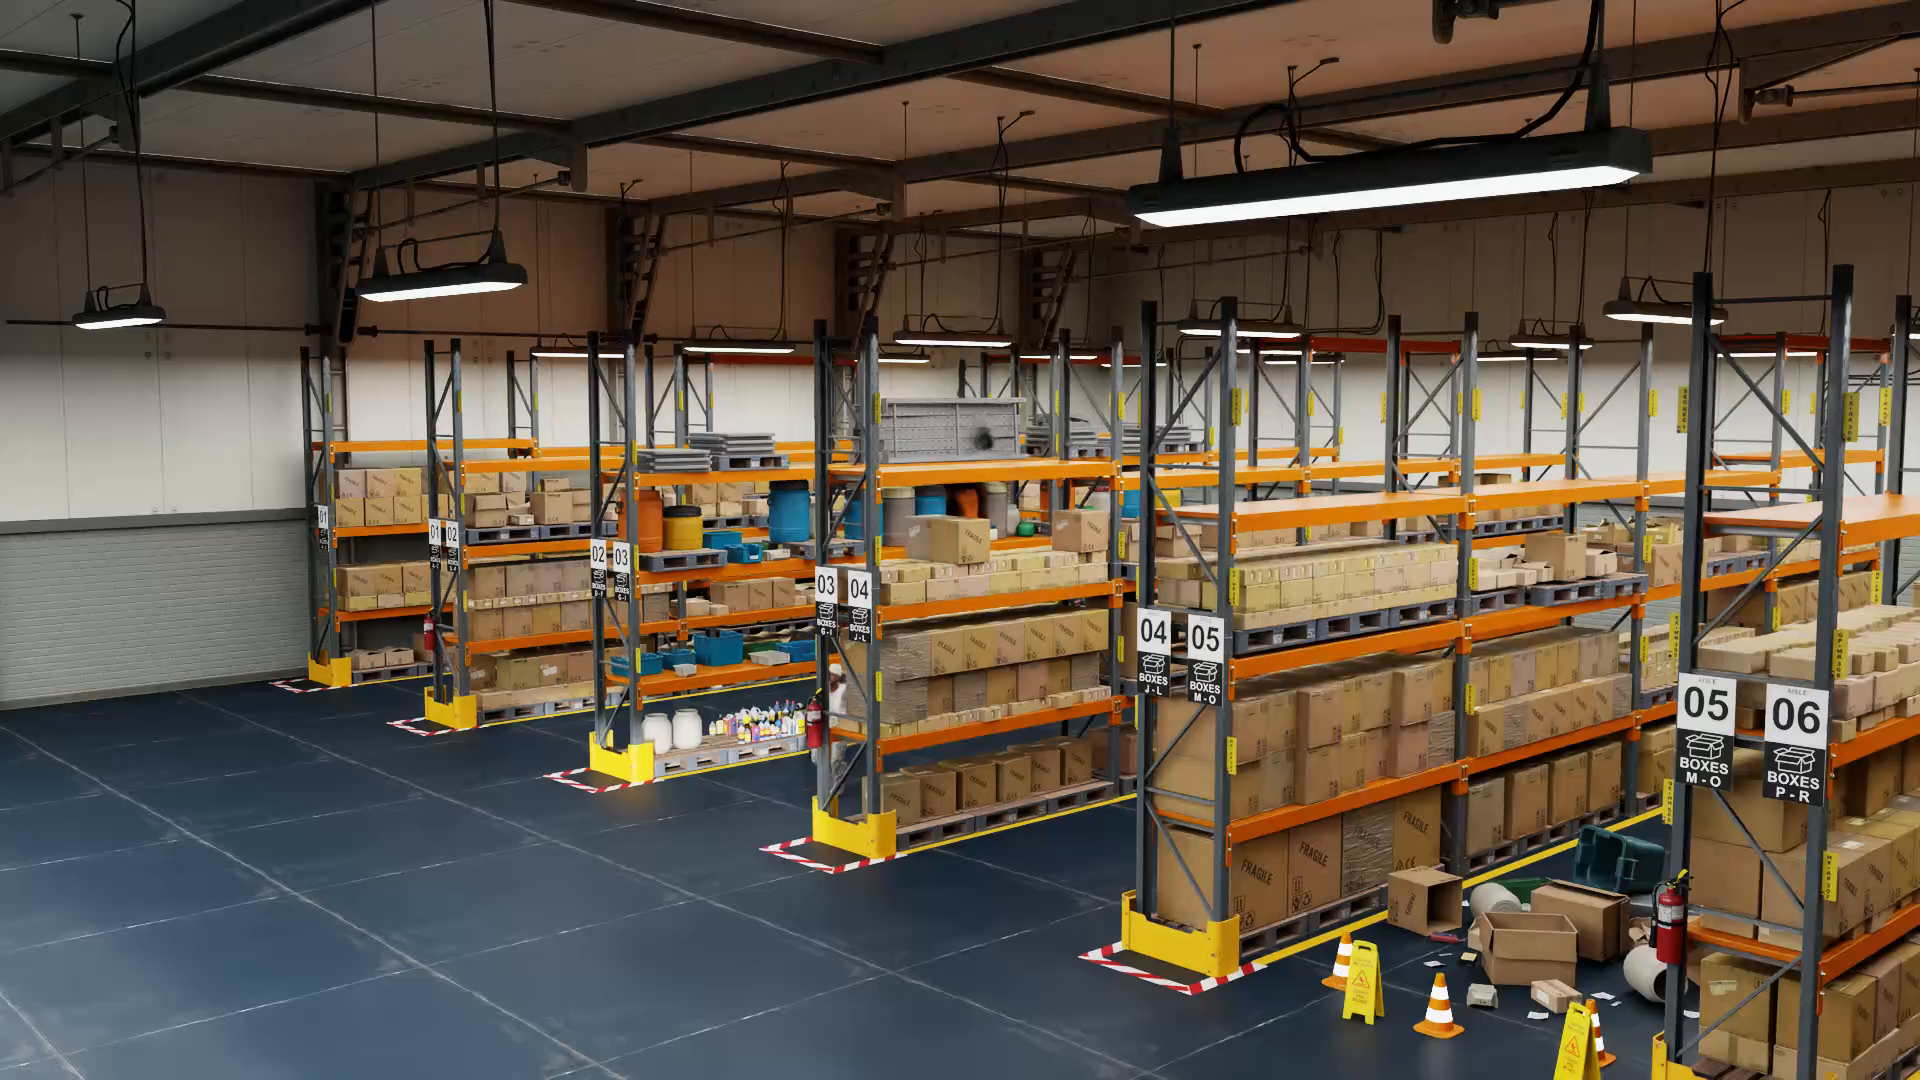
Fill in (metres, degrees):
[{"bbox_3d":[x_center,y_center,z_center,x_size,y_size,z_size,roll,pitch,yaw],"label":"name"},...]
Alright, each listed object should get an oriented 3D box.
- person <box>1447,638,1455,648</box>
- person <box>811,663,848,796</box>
[{"bbox_3d":[7.083,2.196,23.665,0.919,1.837,0.676,-5,7,-43],"label":"person"},{"bbox_3d":[-1.626,2.407,21.211,0.688,1.681,0.569,3,6,32],"label":"person"}]
